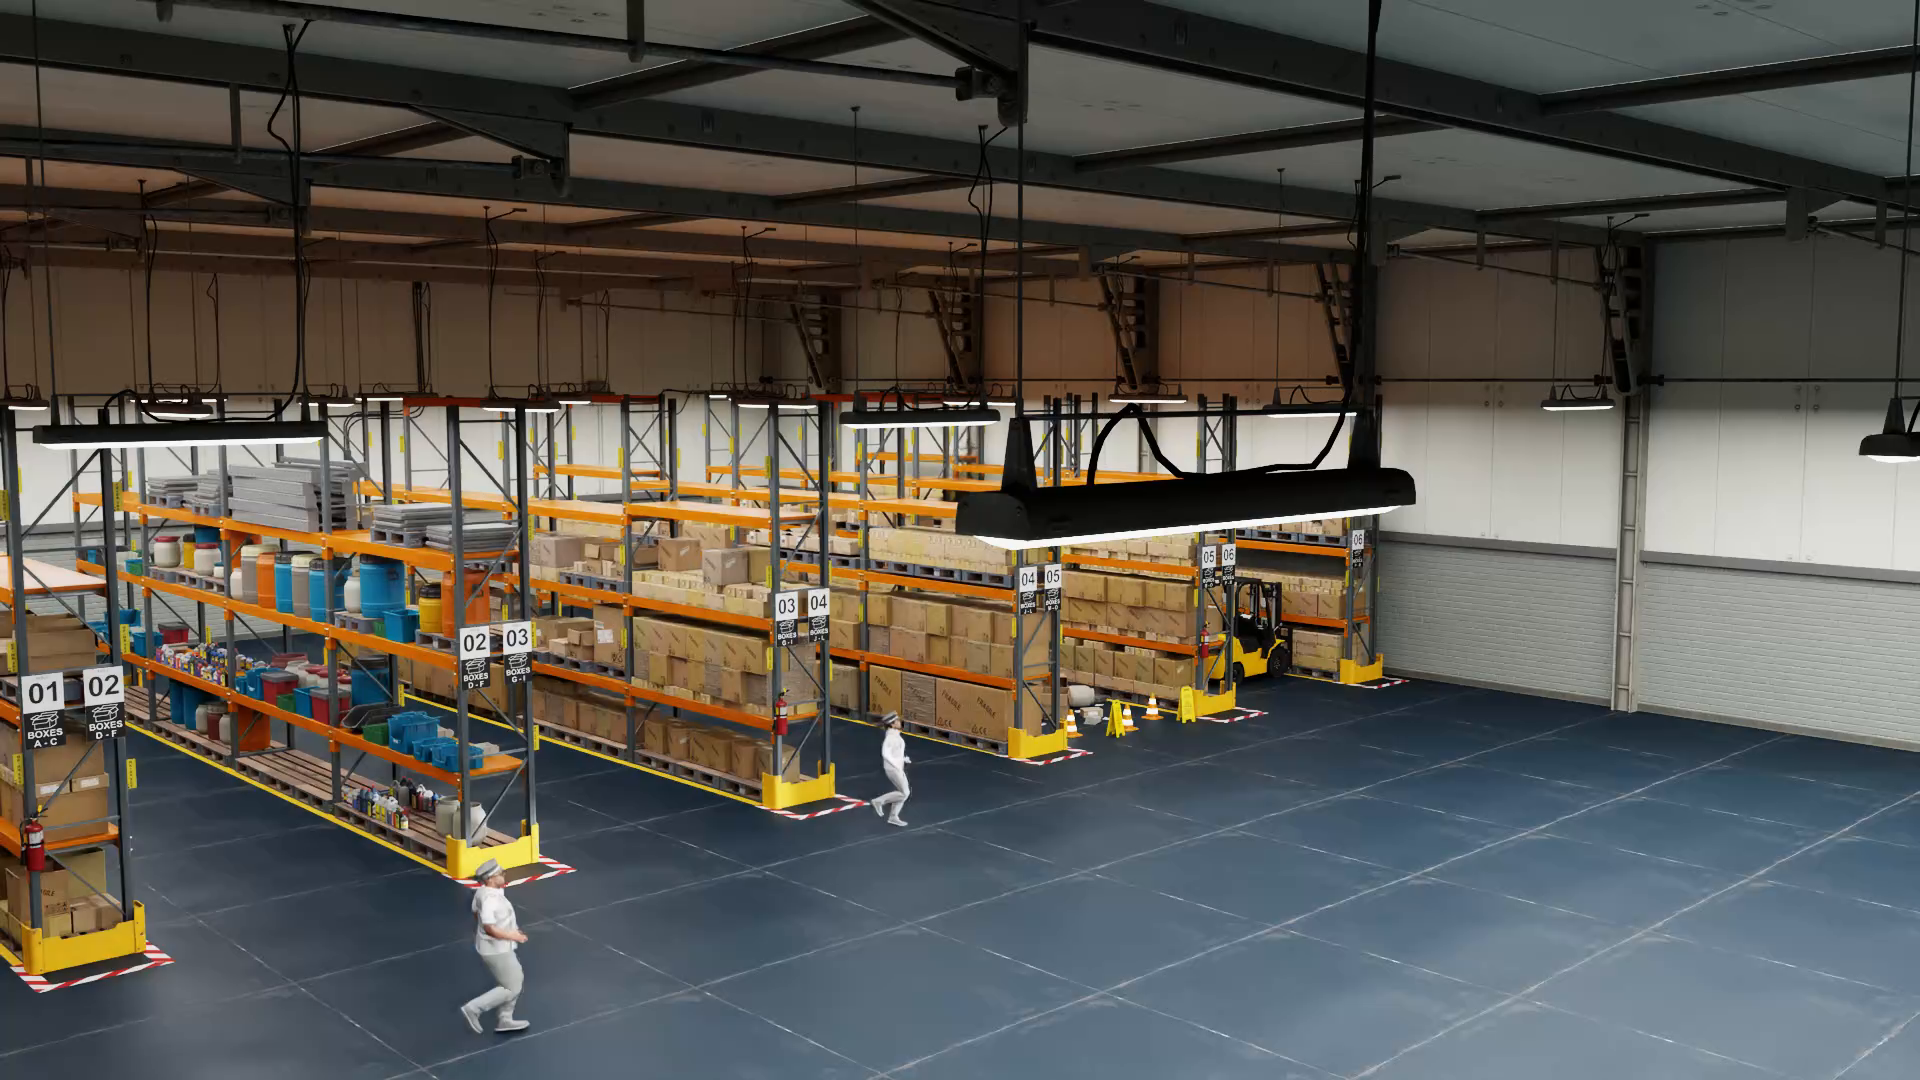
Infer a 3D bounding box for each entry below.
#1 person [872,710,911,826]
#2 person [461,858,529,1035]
[{"bbox_3d":[-0.973,3.242,23.623,0.555,1.668,0.619,0,6,-2],"label":"person"},{"bbox_3d":[-4.504,3.916,16.025,0.659,1.734,0.649,-3,6,-25],"label":"person"}]
